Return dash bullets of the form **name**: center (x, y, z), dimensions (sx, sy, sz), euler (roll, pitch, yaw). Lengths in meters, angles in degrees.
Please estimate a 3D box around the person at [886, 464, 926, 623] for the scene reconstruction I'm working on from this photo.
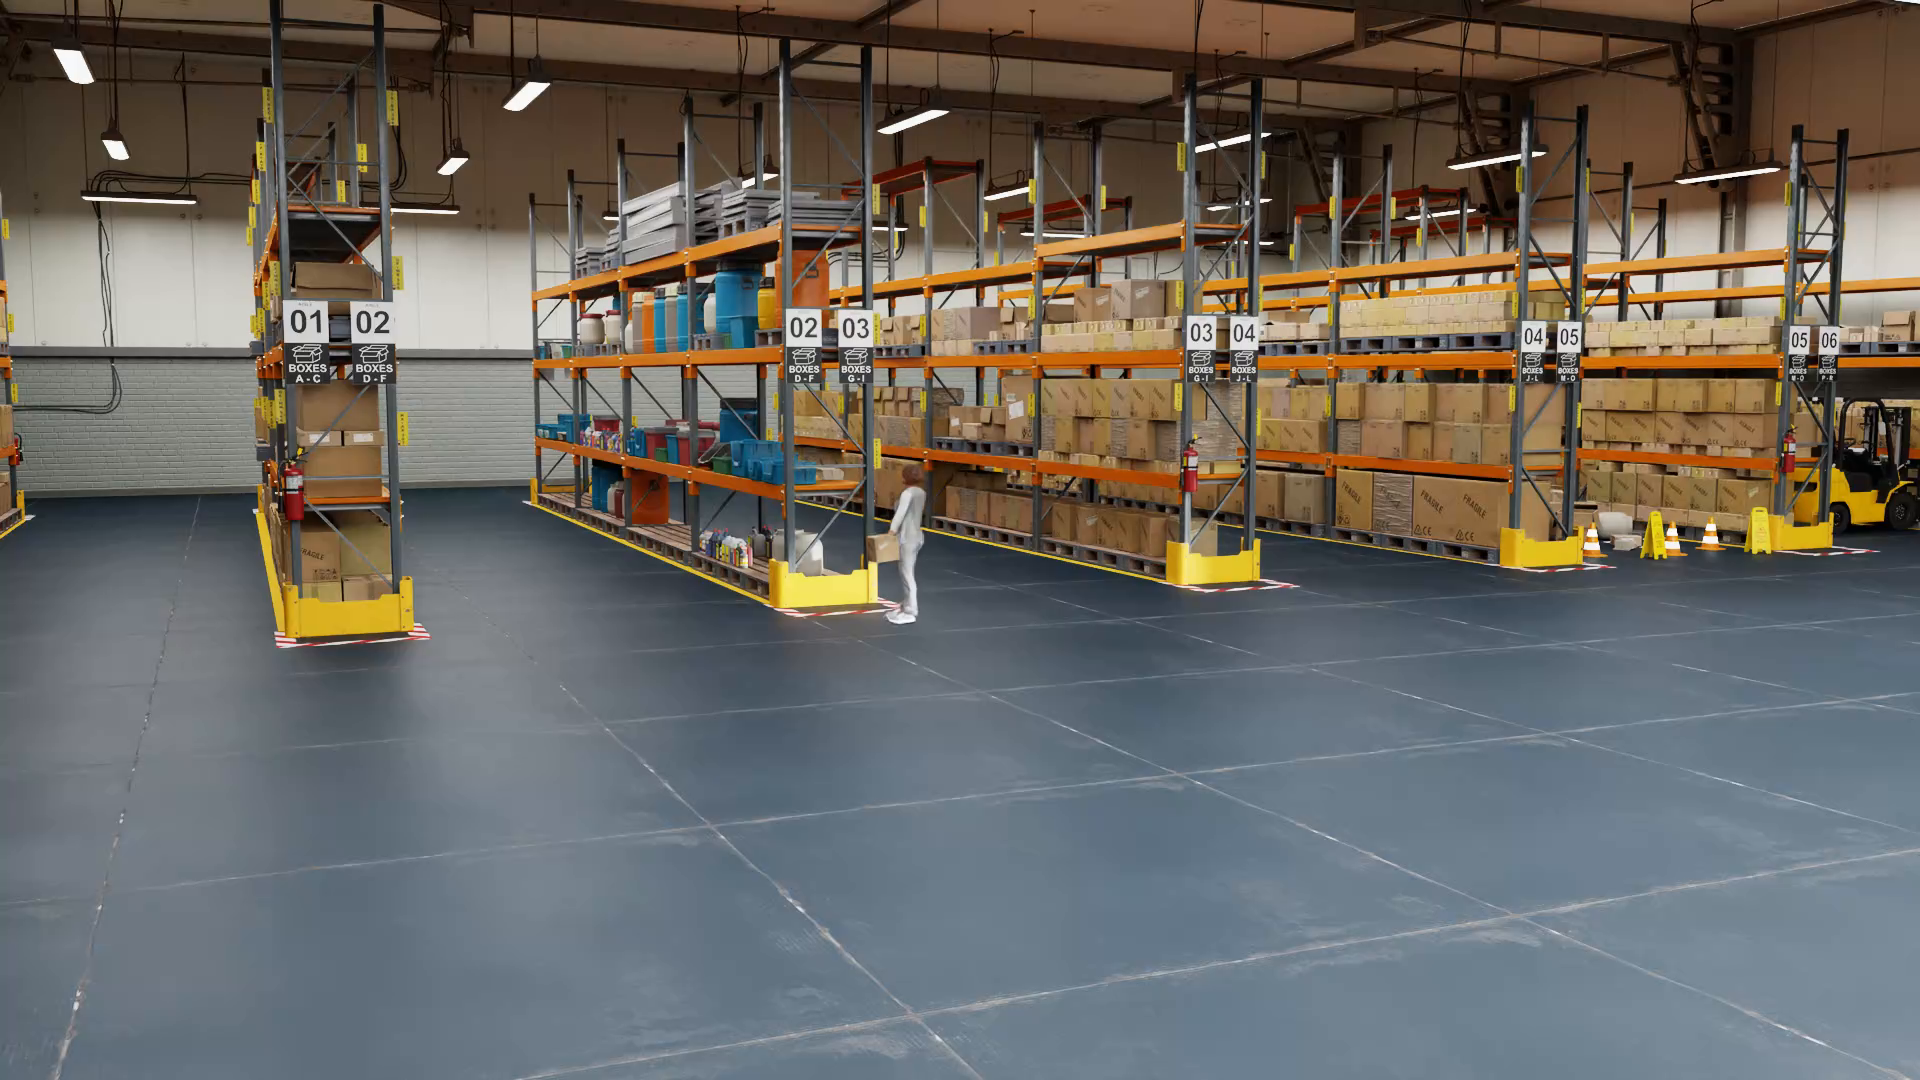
- **person**: center (-0.590, 0.030, 16.818), dimensions (0.451, 1.599, 0.444), euler (2, 6, 21)
